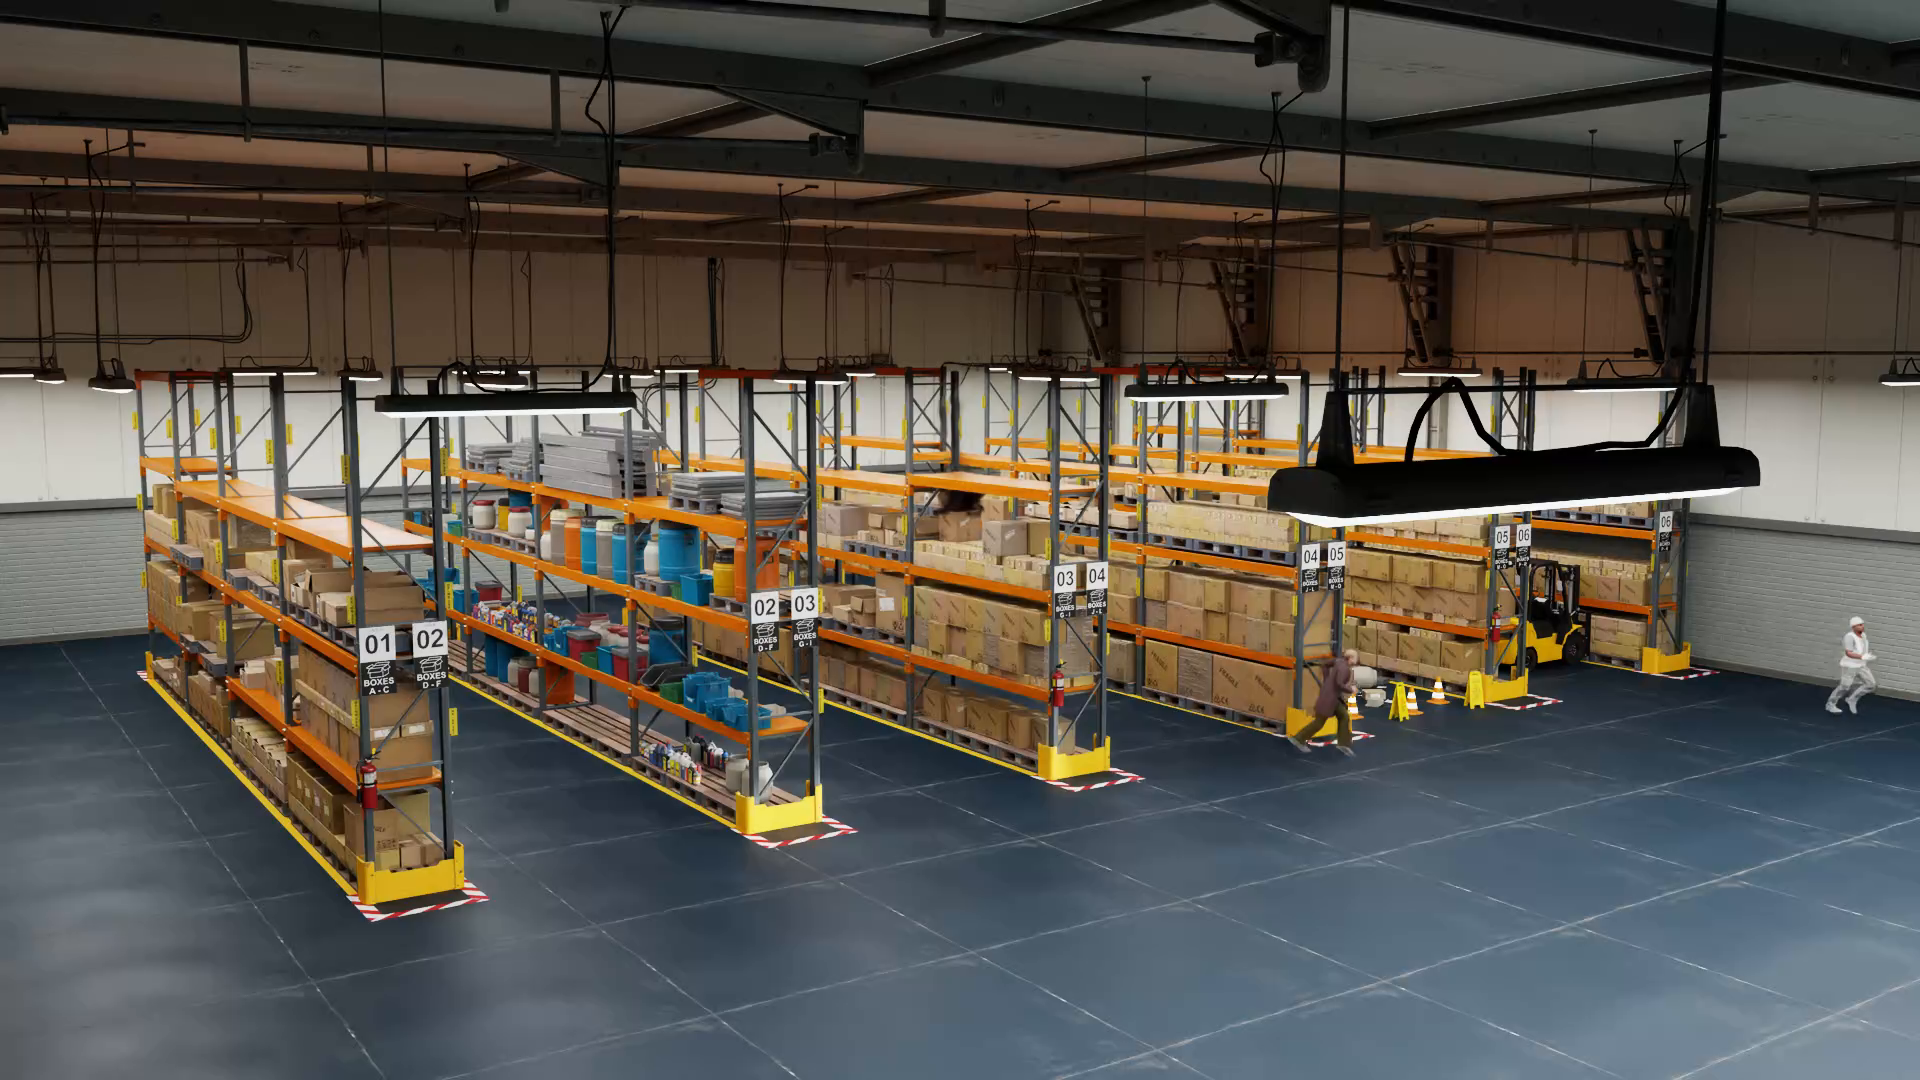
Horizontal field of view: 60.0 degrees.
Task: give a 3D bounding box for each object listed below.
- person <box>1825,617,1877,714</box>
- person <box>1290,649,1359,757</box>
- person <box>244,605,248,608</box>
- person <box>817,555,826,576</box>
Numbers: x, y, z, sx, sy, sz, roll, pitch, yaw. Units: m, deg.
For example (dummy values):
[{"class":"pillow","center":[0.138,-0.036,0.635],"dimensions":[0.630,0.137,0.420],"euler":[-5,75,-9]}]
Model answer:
[{"class":"person","center":[15.561,2.182,28.889],"dimensions":[0.704,1.730,0.840],"euler":[-4,7,-29]},{"class":"person","center":[5.722,2.577,26.121],"dimensions":[1.049,1.734,0.753],"euler":[0,6,3]},{"class":"person","center":[-14.589,1.608,34.197],"dimensions":[0.586,1.724,0.726],"euler":[3,7,28]},{"class":"person","center":[-3.557,0.858,41.695],"dimensions":[0.589,1.579,0.526],"euler":[6,9,43]}]
